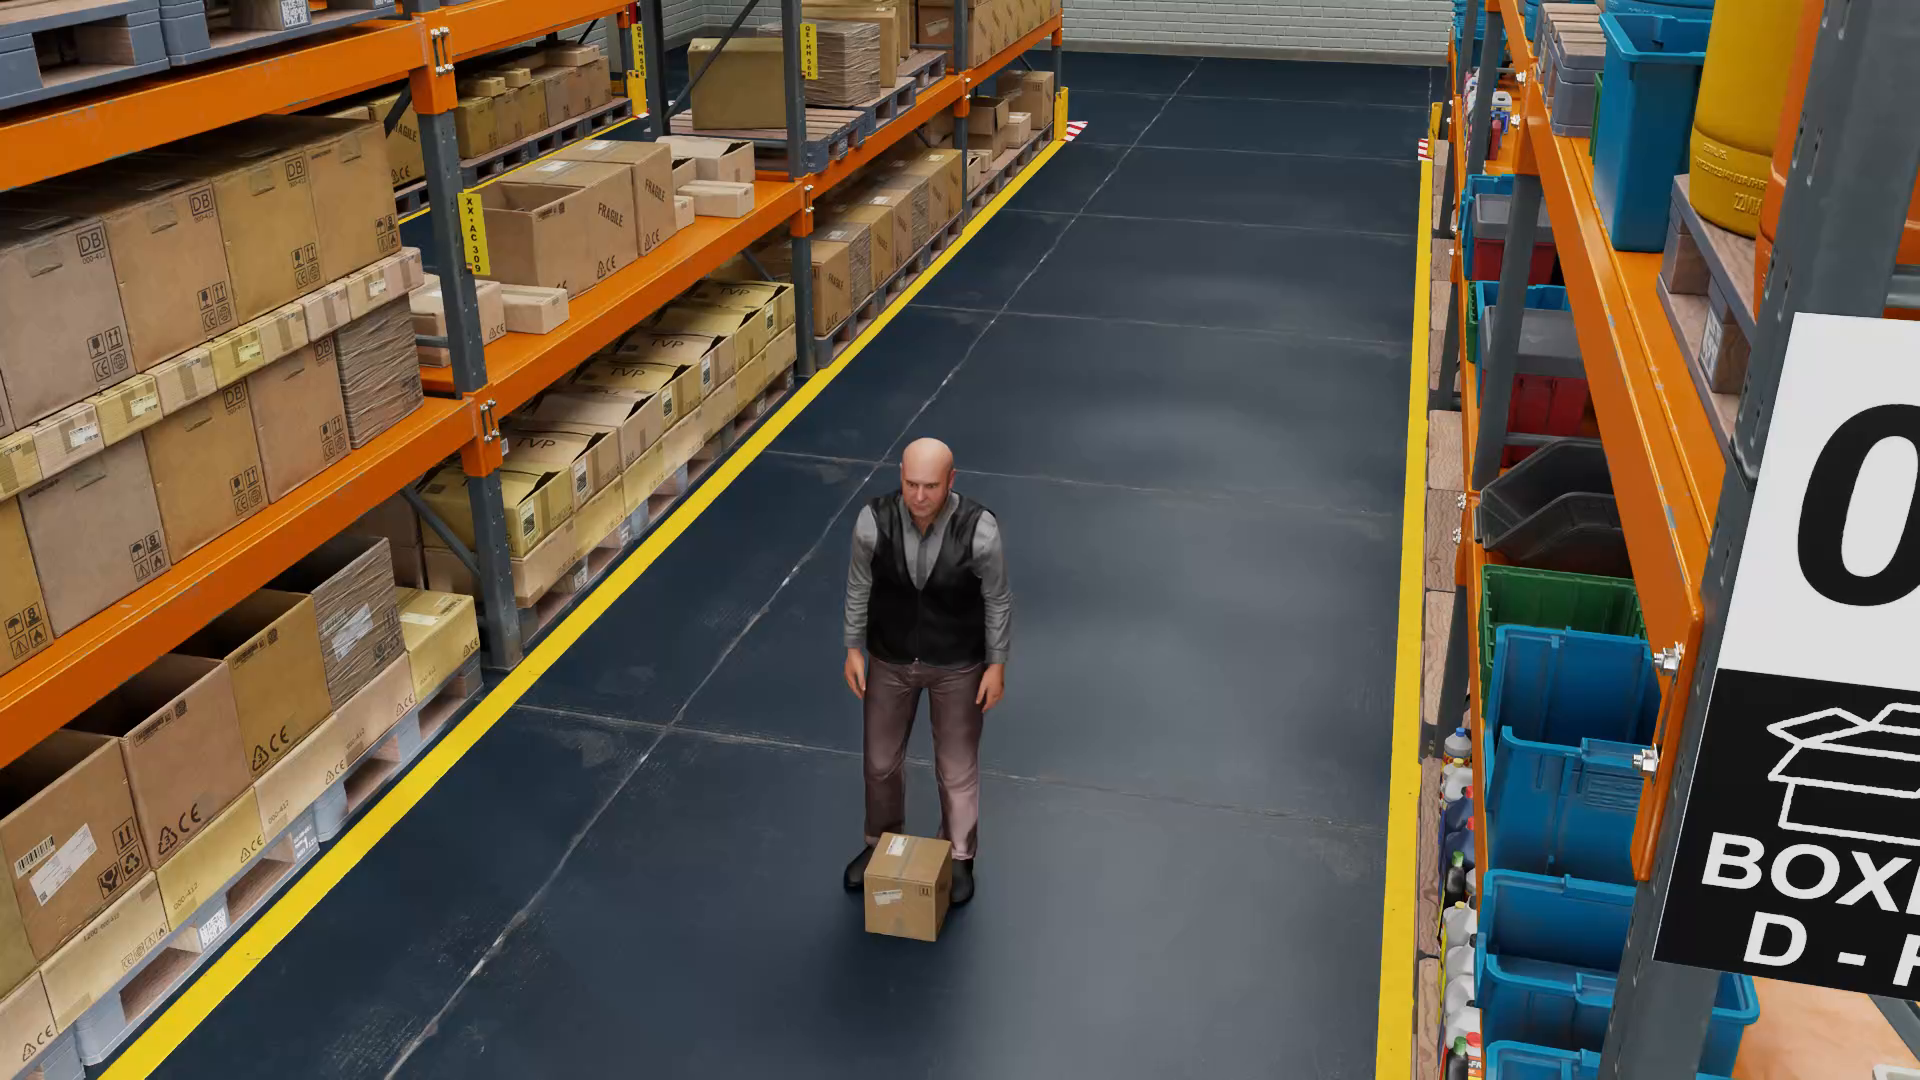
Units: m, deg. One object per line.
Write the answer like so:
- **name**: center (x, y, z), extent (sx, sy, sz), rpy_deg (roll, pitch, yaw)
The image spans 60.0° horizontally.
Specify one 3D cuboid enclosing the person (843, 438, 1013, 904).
- **person**: center (-0.113, 0.425, 5.733), extent (0.580, 1.719, 0.426), rpy_deg (5, 26, 11)
